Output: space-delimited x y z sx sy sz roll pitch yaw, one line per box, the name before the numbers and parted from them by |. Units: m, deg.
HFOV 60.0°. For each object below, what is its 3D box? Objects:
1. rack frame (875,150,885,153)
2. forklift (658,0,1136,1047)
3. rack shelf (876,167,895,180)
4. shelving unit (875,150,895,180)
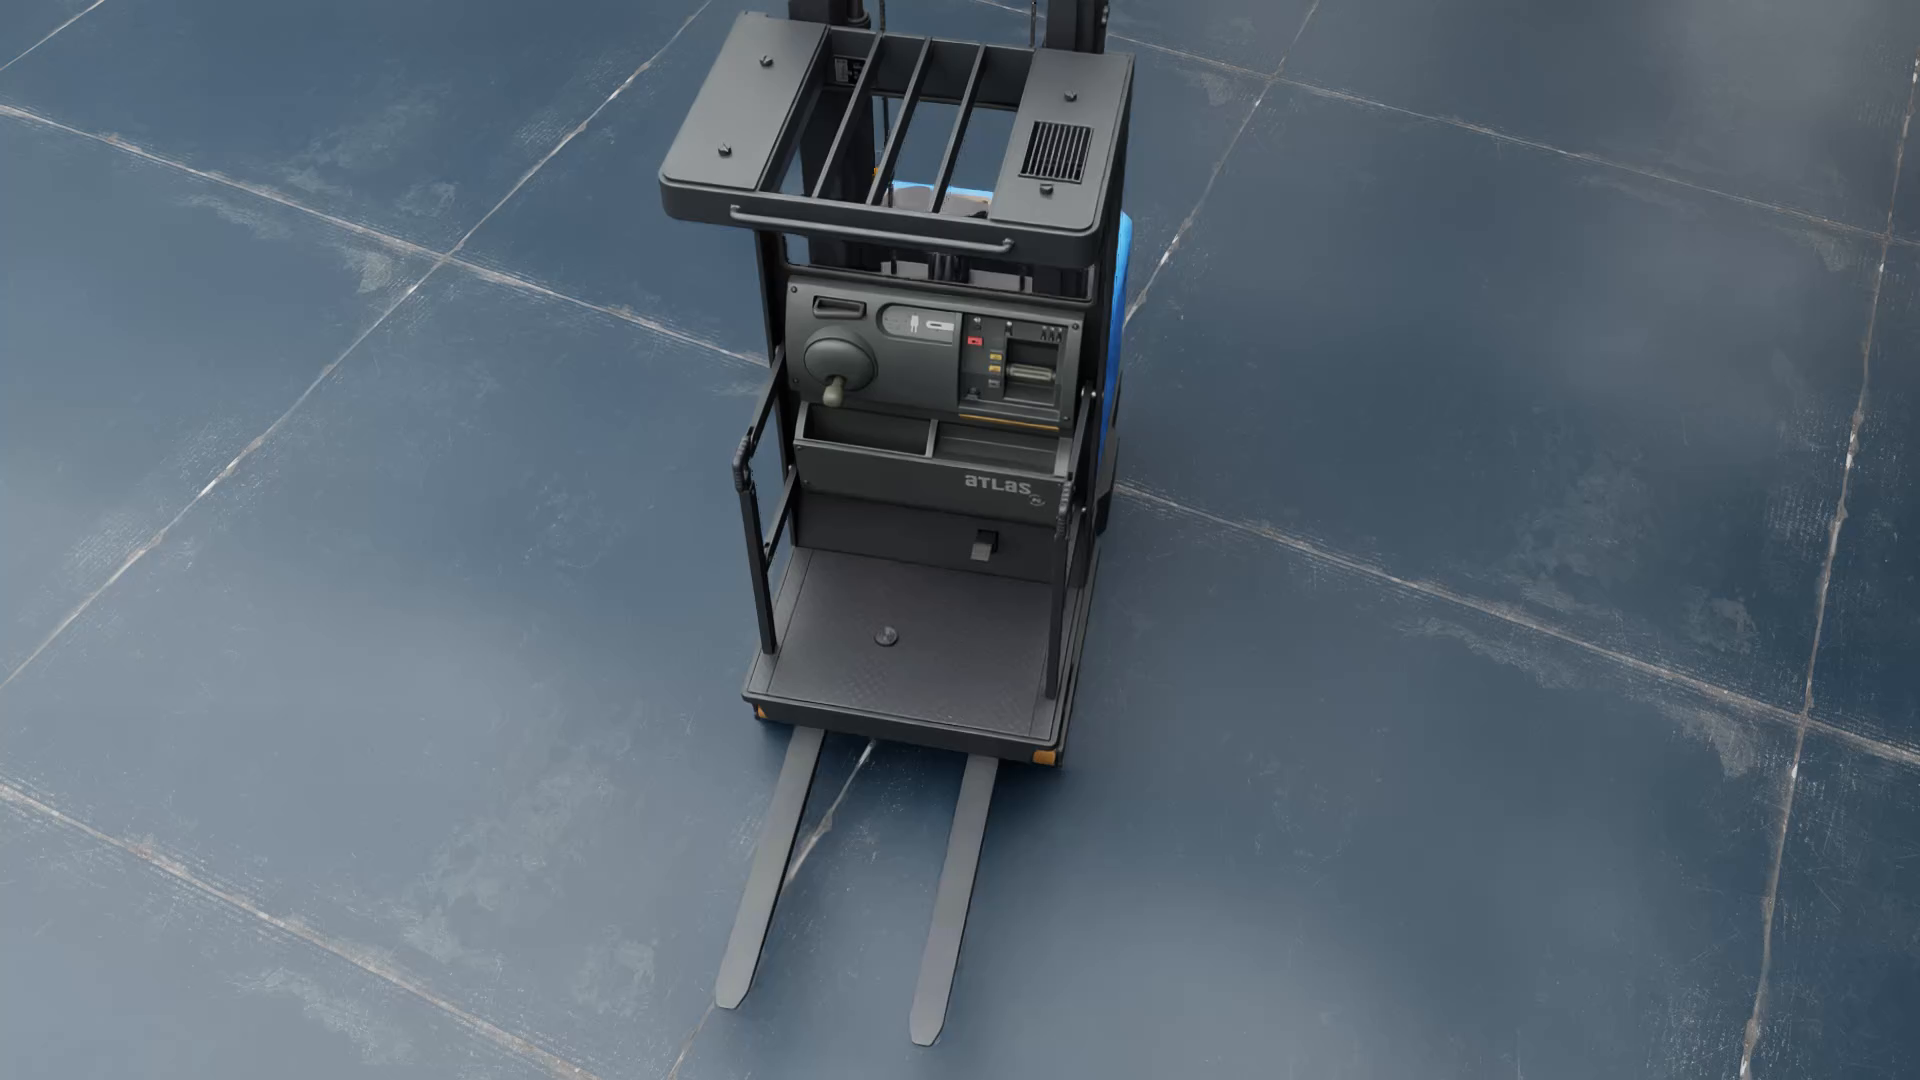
rack frame | -0.369 -1.246 6.936 0.200 1.050 0.008 -1 50 -1
forklift | -0.125 -0.468 5.039 1.130 2.935 3.031 8 50 7
rack shelf | -0.365 -1.331 6.649 0.215 0.259 0.240 -1 50 -1
shelving unit | -0.365 -1.154 6.857 0.215 1.050 0.252 -1 50 -1
